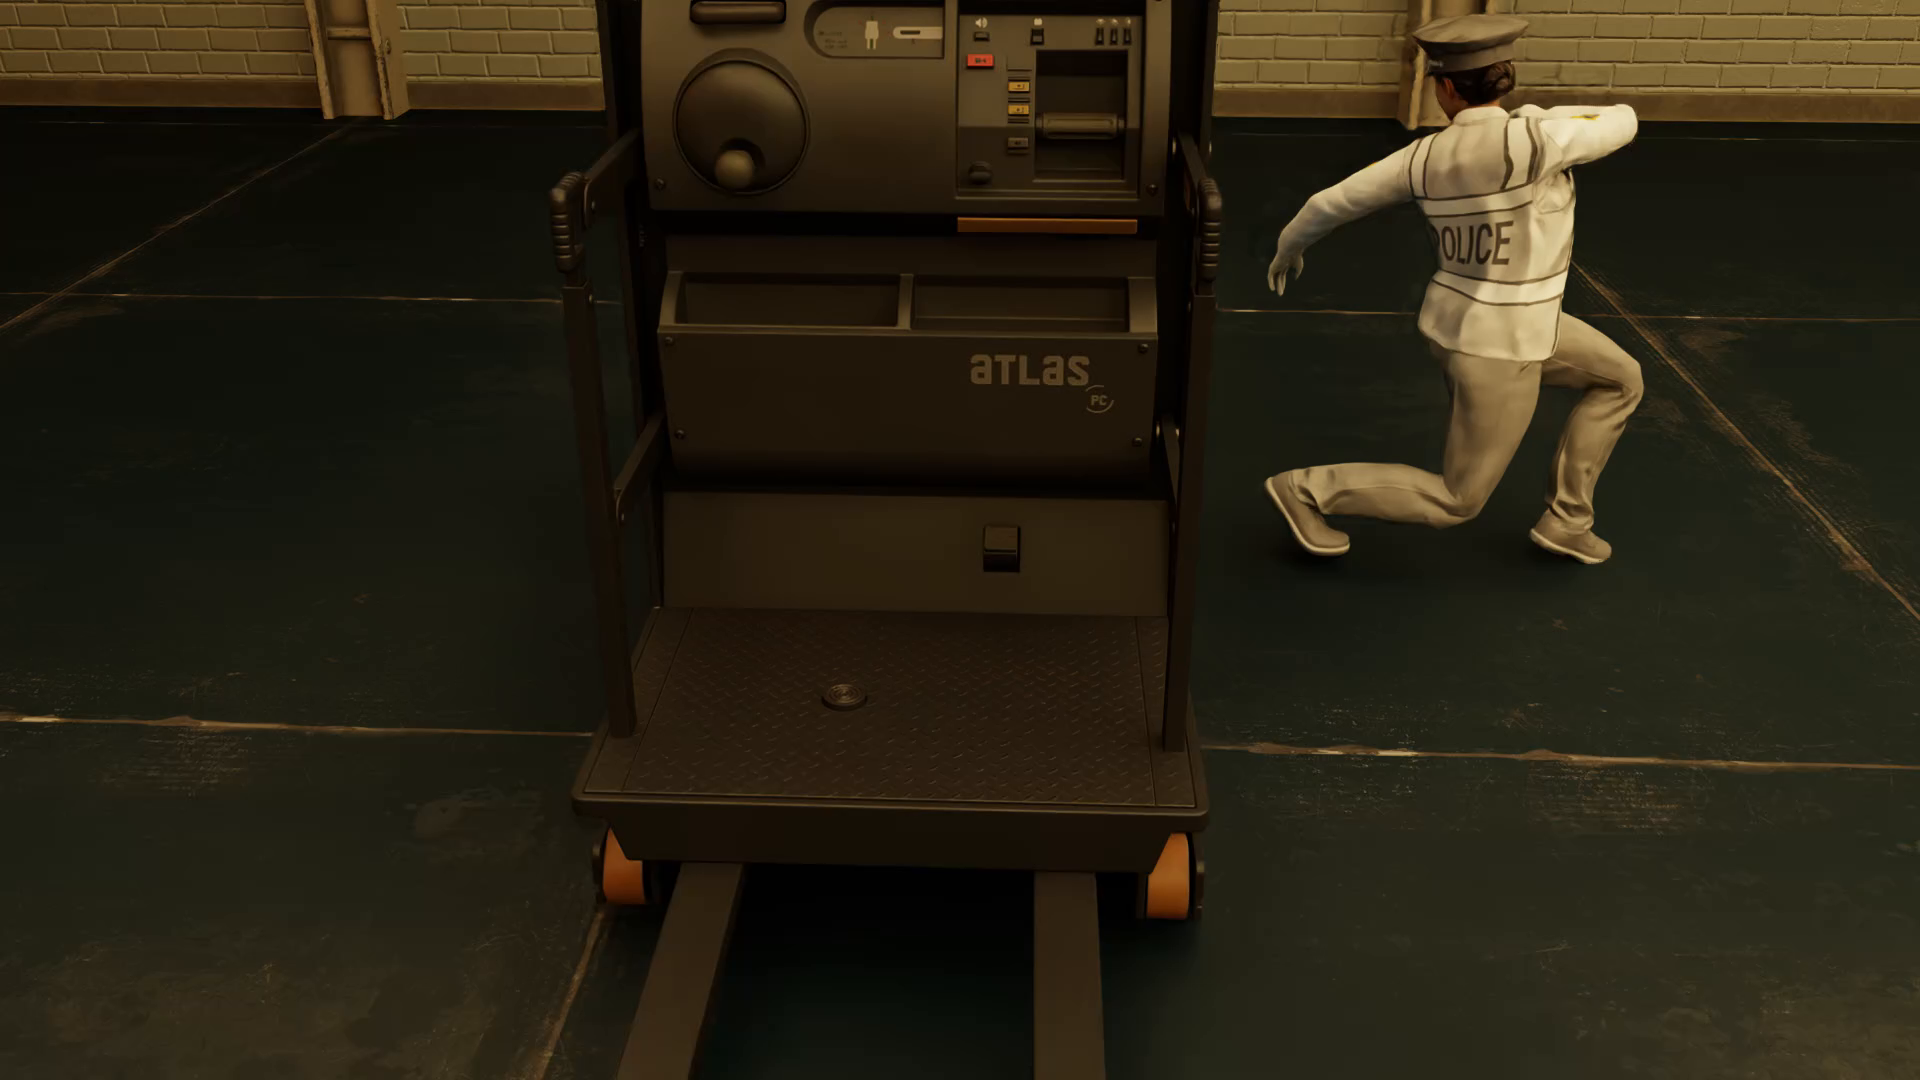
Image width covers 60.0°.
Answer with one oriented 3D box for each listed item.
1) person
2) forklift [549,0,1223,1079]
[{"bbox_3d":[1.251,-0.621,4.243,0.938,1.412,0.744,-5,27,-9],"label":"person"},{"bbox_3d":[-0.104,-0.754,2.737,1.130,2.935,3.031,1,26,2],"label":"forklift"}]
